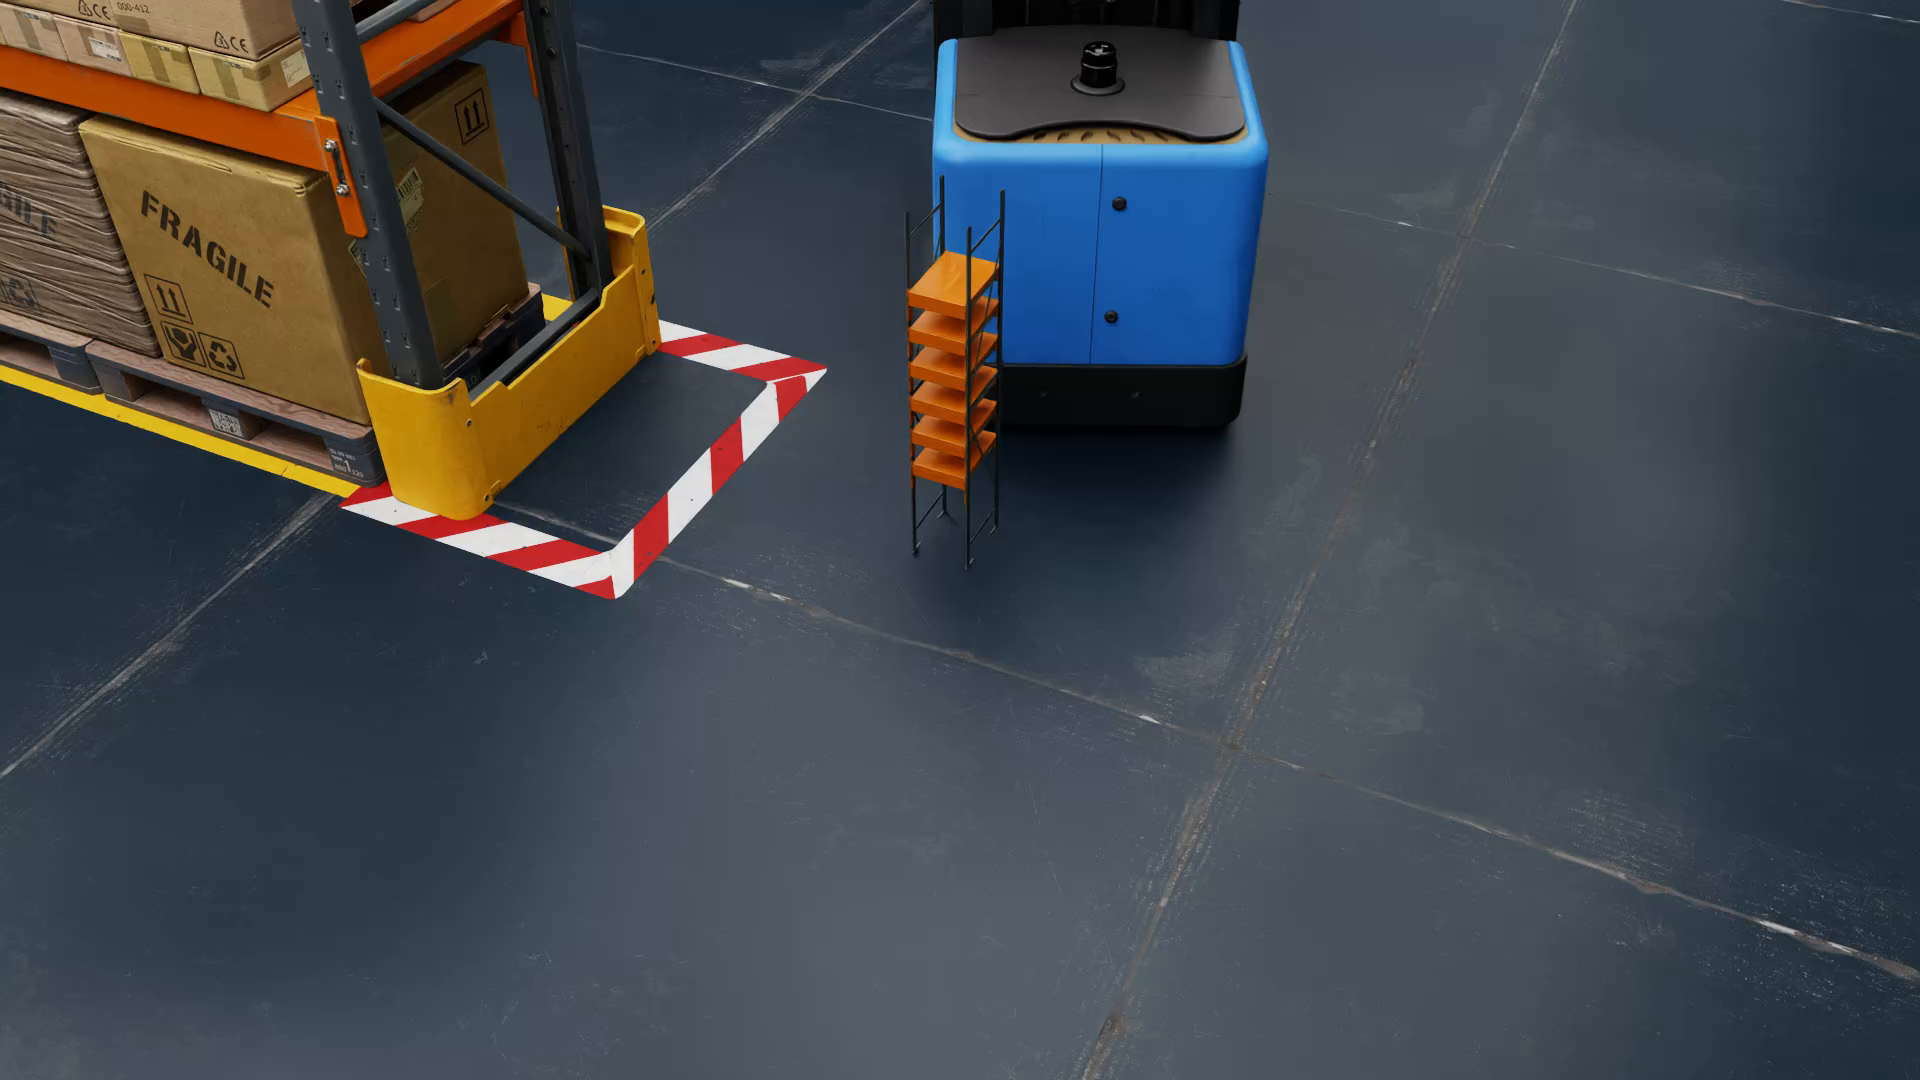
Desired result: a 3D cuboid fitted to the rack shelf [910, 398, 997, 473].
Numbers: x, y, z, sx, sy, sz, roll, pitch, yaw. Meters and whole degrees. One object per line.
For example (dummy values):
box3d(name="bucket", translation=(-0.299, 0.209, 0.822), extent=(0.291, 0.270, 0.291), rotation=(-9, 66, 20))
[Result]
box3d(name="rack shelf", translation=(-0.013, -0.333, 4.969), extent=(0.180, 0.103, 0.258), rotation=(17, 44, 19))

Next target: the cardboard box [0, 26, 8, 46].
box3d(name="cardboard box", translation=(-2.882, -1.672, 5.081), extent=(0.250, 0.149, 0.380), rotation=(16, 43, 18))

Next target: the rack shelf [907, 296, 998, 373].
box3d(name="rack shelf", translation=(-0.013, -0.605, 4.734), extent=(0.180, 0.103, 0.258), rotation=(17, 44, 19))

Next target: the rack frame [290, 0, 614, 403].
box3d(name="rack frame", translation=(-1.494, -1.582, 4.785), extent=(0.127, 3.000, 1.000), rotation=(17, 44, 19))

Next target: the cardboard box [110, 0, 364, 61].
box3d(name="cardboard box", translation=(-2.045, -1.615, 4.710), extent=(0.500, 0.250, 0.500), rotation=(16, 44, 18))

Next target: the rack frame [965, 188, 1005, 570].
box3d(name="rack frame", translation=(0.070, -0.432, 4.832), extent=(0.006, 1.200, 0.240), rotation=(17, 44, 19))

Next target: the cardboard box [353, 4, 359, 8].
box3d(name="cardboard box", translation=(-1.909, -1.852, 5.288), extent=(0.250, 0.149, 0.380), rotation=(16, 44, 18))

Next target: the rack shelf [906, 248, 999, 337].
box3d(name="rack shelf", translation=(-0.013, -0.696, 4.655), extent=(0.180, 0.103, 0.258), rotation=(17, 44, 19))

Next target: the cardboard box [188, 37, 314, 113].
box3d(name="cardboard box", translation=(-1.956, -1.391, 4.756), extent=(0.250, 0.149, 0.380), rotation=(18, 44, 19))

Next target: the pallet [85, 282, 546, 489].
box3d(name="pallet", translation=(-2.252, -0.703, 5.901), extent=(1.213, 0.211, 1.003), rotation=(17, 44, 19))

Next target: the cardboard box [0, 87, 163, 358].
box3d(name="cardboard box", translation=(-2.933, -1.320, 5.784), extent=(0.875, 0.875, 0.875), rotation=(17, 44, 19))

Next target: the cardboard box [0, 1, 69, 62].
box3d(name="cardboard box", translation=(-2.646, -1.602, 5.000), extent=(0.250, 0.149, 0.380), rotation=(18, 44, 19))

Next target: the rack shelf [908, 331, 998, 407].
box3d(name="rack shelf", translation=(-0.013, -0.514, 4.812), extent=(0.180, 0.103, 0.258), rotation=(17, 44, 19))

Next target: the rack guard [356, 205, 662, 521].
box3d(name="rack guard", translation=(-1.472, -0.631, 5.596), extent=(0.348, 0.500, 1.175), rotation=(17, 44, 19))

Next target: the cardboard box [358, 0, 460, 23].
box3d(name="cardboard box", translation=(-1.676, -1.782, 5.207), extent=(0.250, 0.149, 0.380), rotation=(17, 44, 19))

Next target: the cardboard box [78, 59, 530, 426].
box3d(name="cardboard box", translation=(-2.108, -1.068, 5.493), extent=(0.875, 0.875, 0.875), rotation=(17, 44, 19))

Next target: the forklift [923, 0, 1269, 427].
box3d(name="forklift", translation=(0.451, -2.429, 5.815), extent=(1.130, 2.935, 3.031), rotation=(1, 41, 1))

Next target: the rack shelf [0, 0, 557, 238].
box3d(name="rack shelf", translation=(-3.307, -1.864, 5.660), extent=(4.000, 0.370, 1.077), rotation=(17, 44, 19))

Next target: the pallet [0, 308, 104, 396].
box3d(name="pallet", translation=(-3.353, -1.042, 6.291), extent=(1.213, 0.211, 1.003), rotation=(17, 44, 19))

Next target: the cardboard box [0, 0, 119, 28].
box3d(name="cardboard box", translation=(-2.505, -1.756, 4.873), extent=(0.500, 0.250, 0.500), rotation=(16, 43, 18))

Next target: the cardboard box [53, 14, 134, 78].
box3d(name="cardboard box", translation=(-2.420, -1.532, 4.919), extent=(0.250, 0.149, 0.380), rotation=(17, 44, 19))

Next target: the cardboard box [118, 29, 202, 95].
box3d(name="cardboard box", translation=(-2.192, -1.462, 4.838), extent=(0.250, 0.149, 0.380), rotation=(17, 44, 19))

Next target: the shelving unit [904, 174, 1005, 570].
box3d(name="shelving unit", translation=(-0.013, -0.457, 4.862), extent=(0.189, 1.200, 0.258), rotation=(17, 44, 19))

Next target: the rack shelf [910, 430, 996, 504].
box3d(name="rack shelf", translation=(-0.013, -0.242, 5.048), extent=(0.180, 0.103, 0.258), rotation=(17, 44, 19))

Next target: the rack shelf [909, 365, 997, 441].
box3d(name="rack shelf", translation=(-0.013, -0.424, 4.891), extent=(0.180, 0.103, 0.258), rotation=(17, 44, 19))

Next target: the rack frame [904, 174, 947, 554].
box3d(name="rack frame", translation=(-0.096, -0.483, 4.891), extent=(0.006, 1.200, 0.240), rotation=(17, 44, 19))
